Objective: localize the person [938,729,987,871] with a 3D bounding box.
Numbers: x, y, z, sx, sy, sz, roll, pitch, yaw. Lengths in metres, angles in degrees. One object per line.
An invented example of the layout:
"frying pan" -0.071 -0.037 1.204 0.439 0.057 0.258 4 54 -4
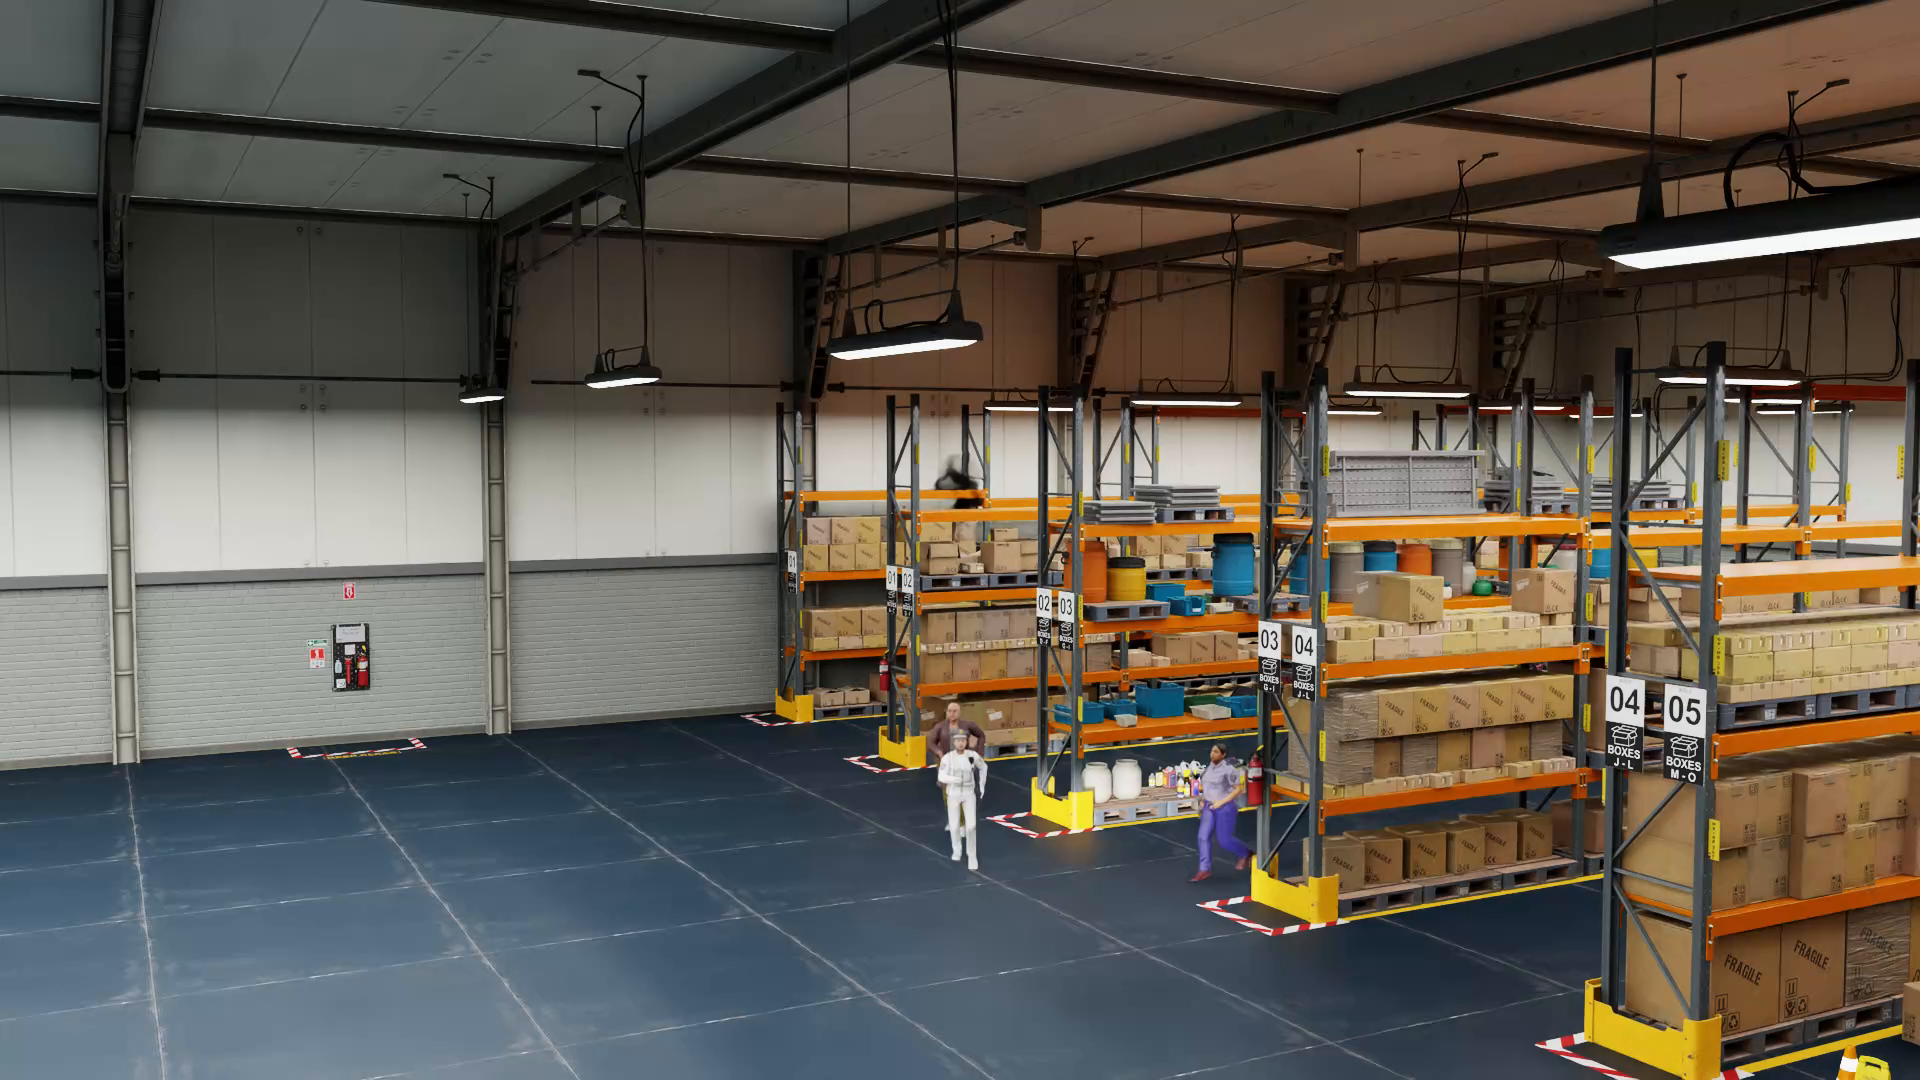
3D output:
"person" 0.033 3.172 20.372 0.595 1.743 0.714 0 3 1

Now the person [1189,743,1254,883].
"person" 3.111 3.236 19.847 0.816 1.653 0.629 -2 4 -35

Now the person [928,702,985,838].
"person" -0.063 3.059 21.973 0.732 1.837 0.791 1 3 10
